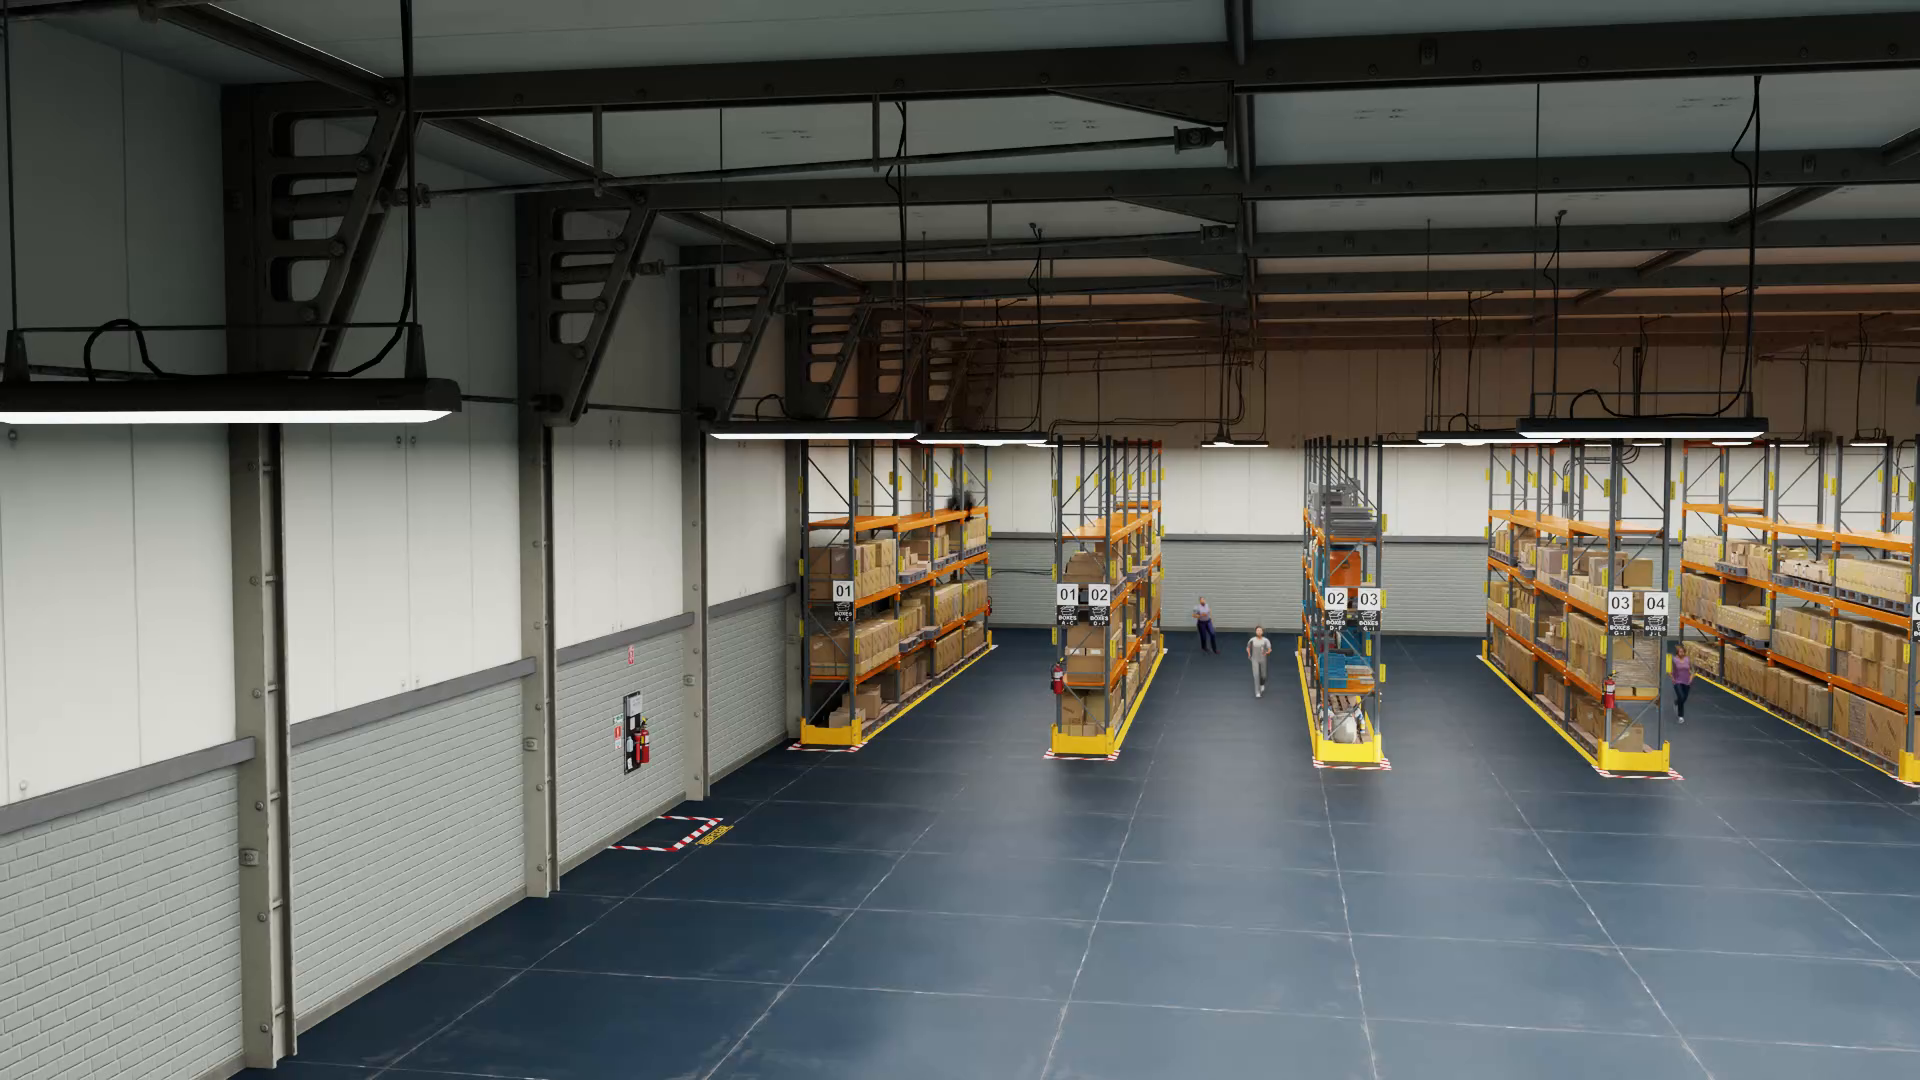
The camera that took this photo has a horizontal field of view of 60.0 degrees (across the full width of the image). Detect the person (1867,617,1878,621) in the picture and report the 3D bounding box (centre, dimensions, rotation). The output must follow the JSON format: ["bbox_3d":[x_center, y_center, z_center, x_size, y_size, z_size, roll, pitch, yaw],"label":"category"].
[{"bbox_3d":[24.898,2.423,44.965,0.684,1.812,0.691,2,3,27],"label":"person"}]

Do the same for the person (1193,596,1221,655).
[{"bbox_3d":[6.894,2.388,46.880,0.741,1.632,0.761,-1,3,-10],"label":"person"}]

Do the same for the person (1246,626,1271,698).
[{"bbox_3d":[6.941,2.813,38.654,0.575,1.634,0.793,1,3,10],"label":"person"}]

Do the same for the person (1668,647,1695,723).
[{"bbox_3d":[15.235,3.036,35.181,0.539,1.599,0.700,0,3,8],"label":"person"}]
